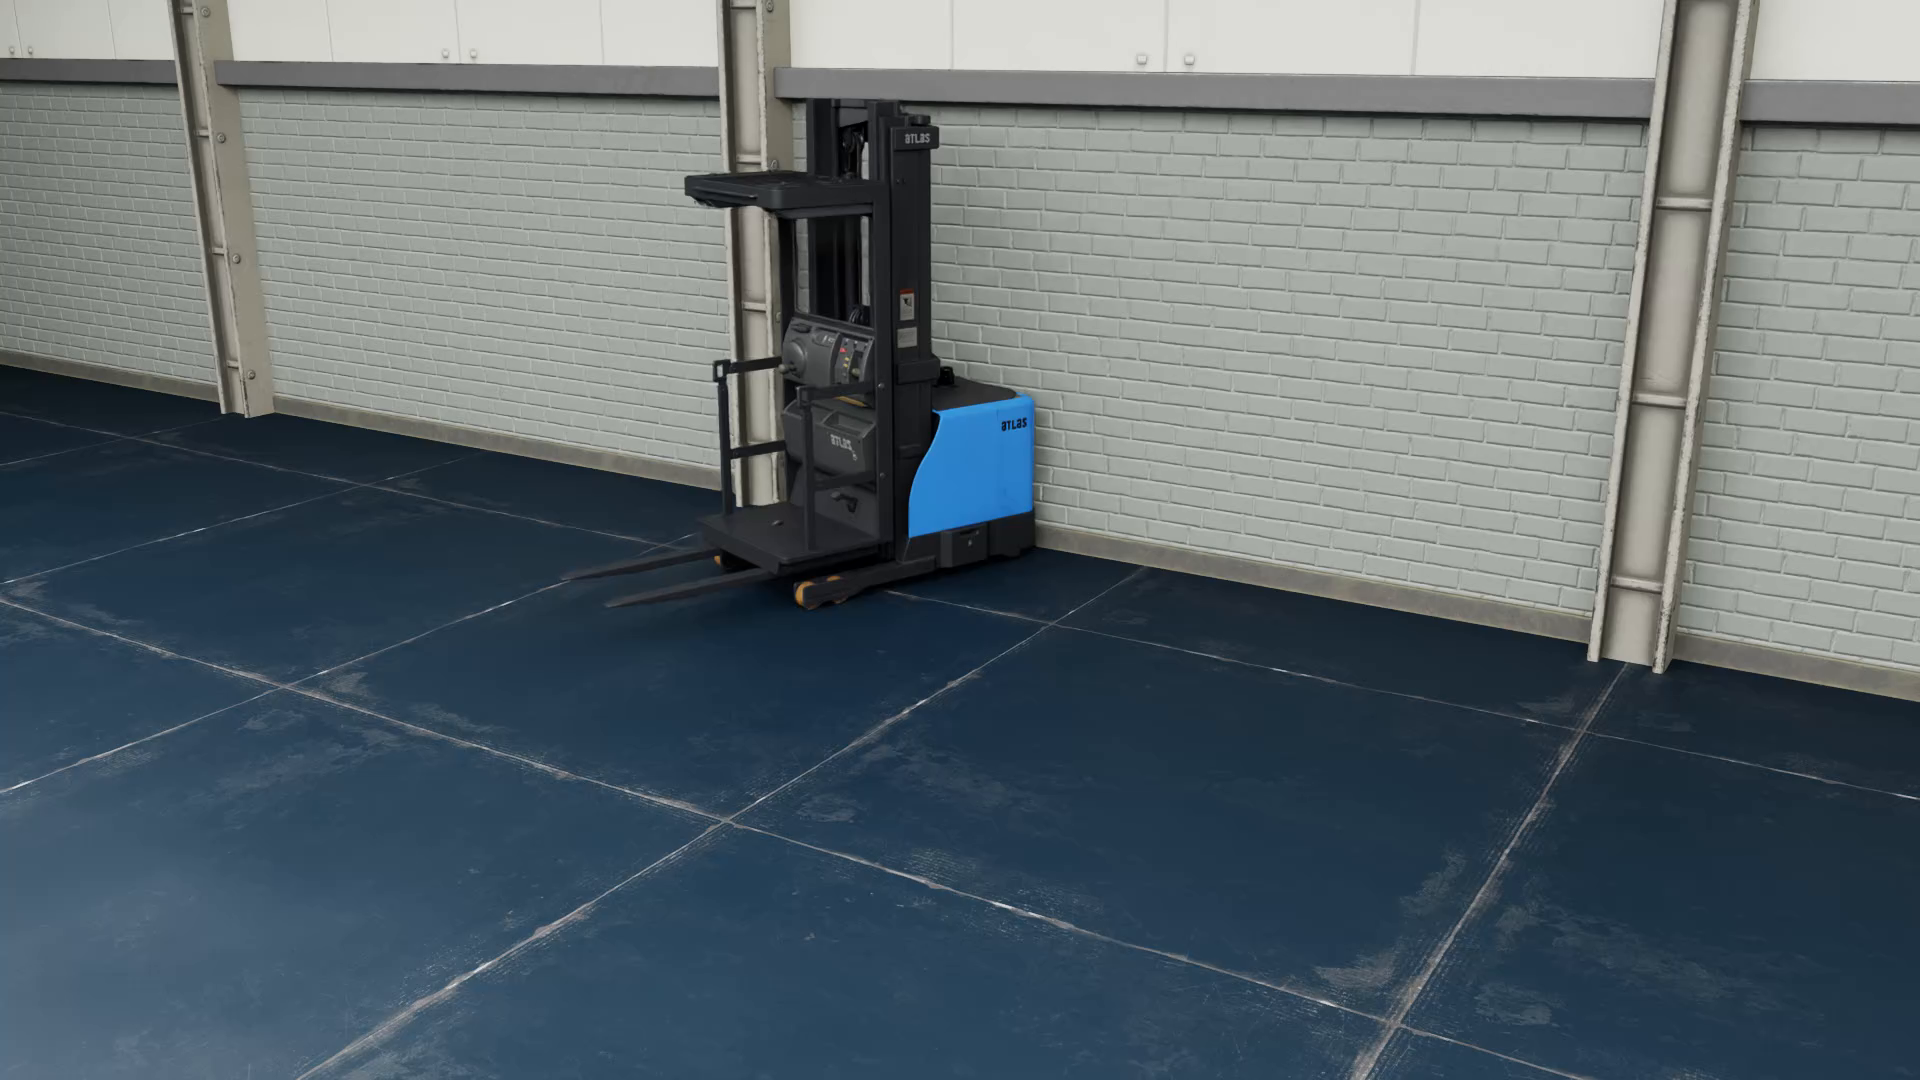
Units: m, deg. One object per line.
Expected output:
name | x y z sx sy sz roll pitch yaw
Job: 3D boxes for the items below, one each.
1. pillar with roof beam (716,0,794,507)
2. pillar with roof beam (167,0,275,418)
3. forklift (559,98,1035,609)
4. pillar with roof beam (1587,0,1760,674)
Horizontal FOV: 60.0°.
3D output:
pillar with roof beam | -3.650 -3.496 7.408 0.400 9.000 9.100 10 20 30
pillar with roof beam | -8.763 -4.409 10.412 0.400 9.000 9.100 10 20 30
forklift | -0.982 -1.158 10.151 3.031 2.935 1.130 -12 21 -35
pillar with roof beam | 1.463 -2.583 4.403 0.400 9.000 9.100 10 20 30
